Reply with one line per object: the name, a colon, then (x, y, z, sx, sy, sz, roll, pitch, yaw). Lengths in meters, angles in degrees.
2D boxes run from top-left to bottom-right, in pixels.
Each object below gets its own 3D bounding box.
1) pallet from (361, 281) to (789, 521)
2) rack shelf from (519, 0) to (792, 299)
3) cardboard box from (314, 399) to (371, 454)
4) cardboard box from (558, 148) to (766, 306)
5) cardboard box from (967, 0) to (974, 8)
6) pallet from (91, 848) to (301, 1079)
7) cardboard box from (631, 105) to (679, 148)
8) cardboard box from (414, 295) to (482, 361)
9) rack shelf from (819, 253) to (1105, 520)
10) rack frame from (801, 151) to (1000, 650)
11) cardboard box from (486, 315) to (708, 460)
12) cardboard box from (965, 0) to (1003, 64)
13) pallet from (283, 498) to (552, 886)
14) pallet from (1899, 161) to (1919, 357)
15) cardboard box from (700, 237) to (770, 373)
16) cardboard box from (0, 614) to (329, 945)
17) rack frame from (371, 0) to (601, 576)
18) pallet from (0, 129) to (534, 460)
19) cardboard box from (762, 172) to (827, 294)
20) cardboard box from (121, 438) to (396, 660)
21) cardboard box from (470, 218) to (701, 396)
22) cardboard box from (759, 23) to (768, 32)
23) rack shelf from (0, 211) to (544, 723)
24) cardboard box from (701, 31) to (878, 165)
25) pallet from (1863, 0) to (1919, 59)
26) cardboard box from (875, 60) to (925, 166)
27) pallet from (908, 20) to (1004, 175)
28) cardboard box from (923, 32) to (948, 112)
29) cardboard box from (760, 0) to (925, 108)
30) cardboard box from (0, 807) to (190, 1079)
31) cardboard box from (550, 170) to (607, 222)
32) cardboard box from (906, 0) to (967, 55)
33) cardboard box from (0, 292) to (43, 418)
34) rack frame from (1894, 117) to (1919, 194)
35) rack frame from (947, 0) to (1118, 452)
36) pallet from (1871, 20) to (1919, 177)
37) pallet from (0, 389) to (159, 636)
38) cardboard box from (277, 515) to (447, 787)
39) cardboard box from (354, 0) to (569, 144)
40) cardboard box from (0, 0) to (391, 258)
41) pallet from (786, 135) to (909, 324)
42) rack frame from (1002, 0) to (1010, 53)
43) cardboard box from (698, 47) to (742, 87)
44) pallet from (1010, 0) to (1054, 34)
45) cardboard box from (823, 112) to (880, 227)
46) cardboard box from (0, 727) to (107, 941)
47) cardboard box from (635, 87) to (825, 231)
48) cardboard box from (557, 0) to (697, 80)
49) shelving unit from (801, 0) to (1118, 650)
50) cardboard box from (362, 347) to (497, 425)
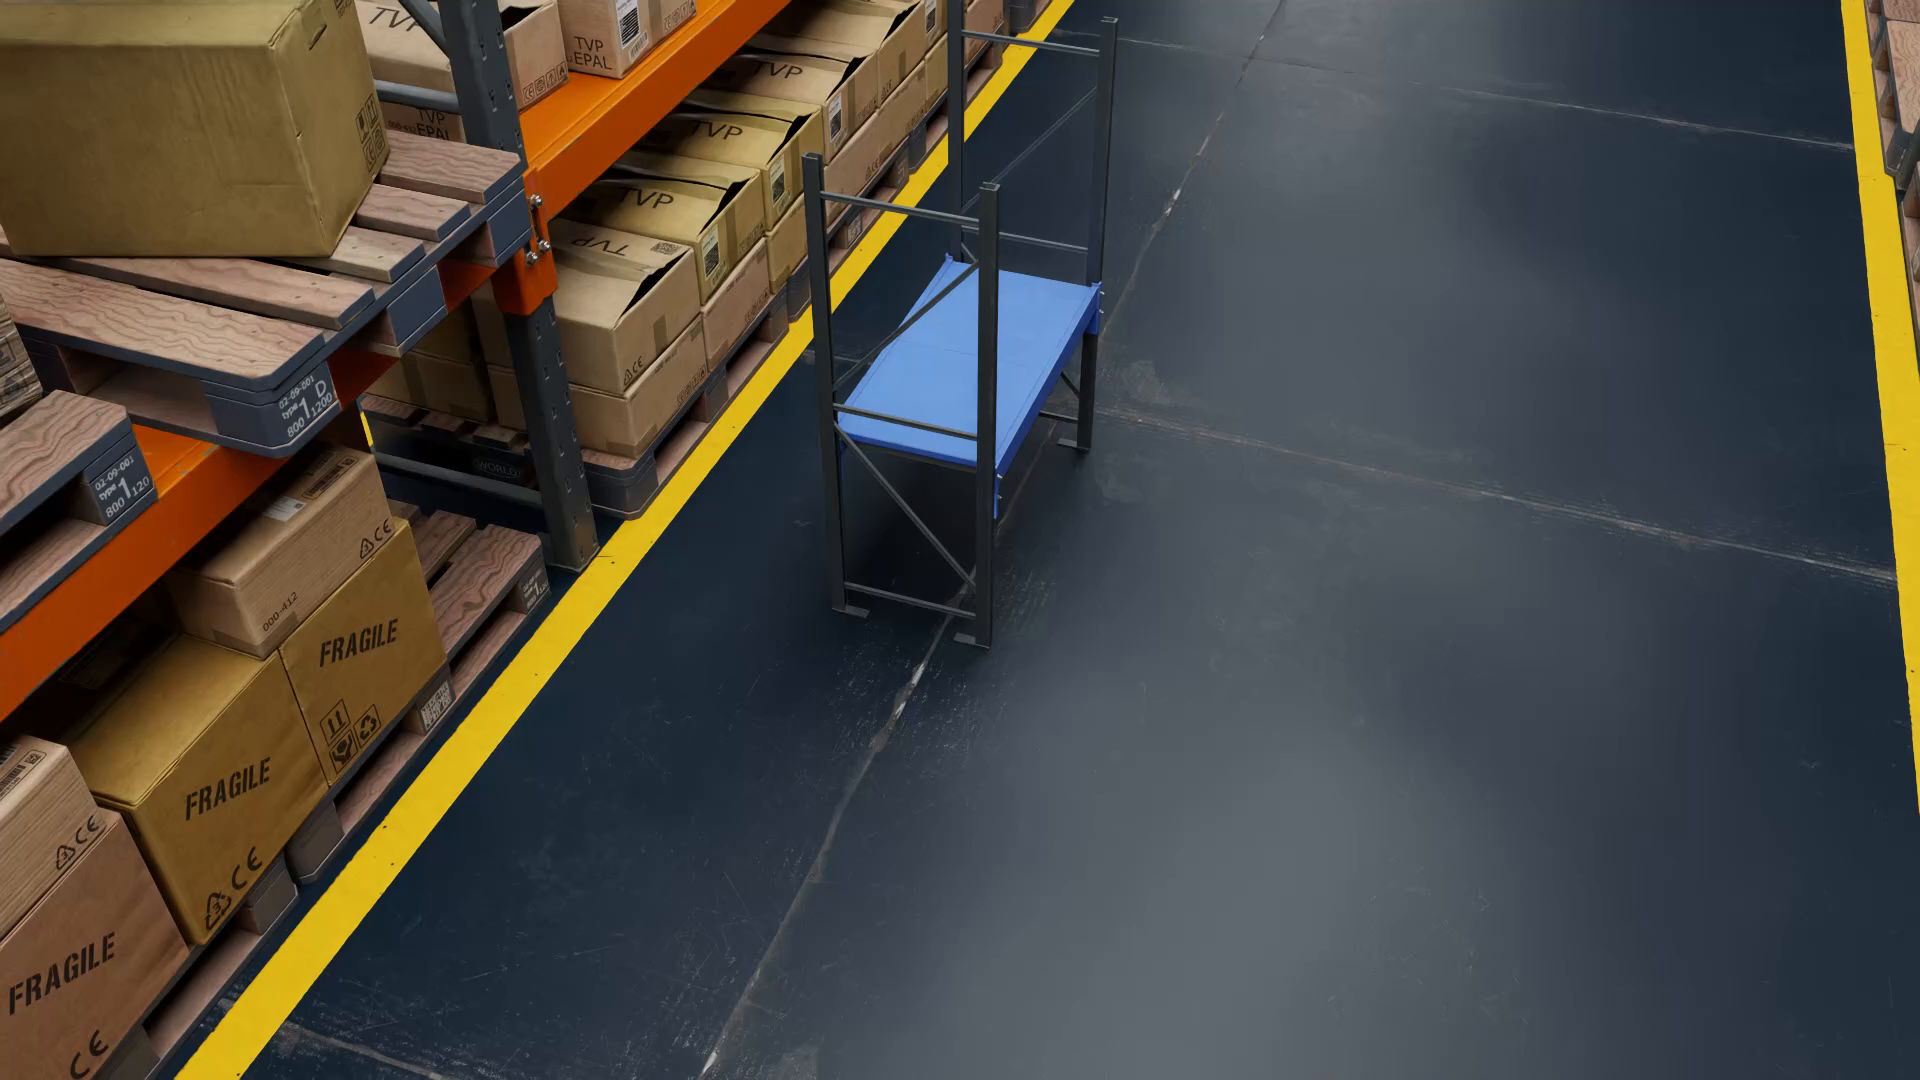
pallet: (-1.299, -0.613, 5.806, 1.003, 0.211, 1.213, 13, 42, 15)
rack shelf: (-0.933, -2.127, 5.986, 1.077, 0.370, 4.000, 13, 42, 15)
cardboard box: (-2.041, -0.183, 4.740, 0.500, 0.500, 0.500, 15, 43, 17)
cardboard box: (-0.990, -1.084, 5.573, 0.500, 0.311, 0.500, 12, 42, 14)
cardboard box: (-0.118, -2.637, 7.393, 0.500, 0.311, 0.500, 13, 42, 15)
pallet: (-2.327, 1.069, 3.835, 1.003, 0.211, 1.213, 13, 42, 15)
cardboard box: (-1.322, -1.508, 6.069, 0.500, 0.311, 0.500, 13, 42, 15)
cardboard box: (-1.669, -0.882, 5.336, 0.500, 0.311, 0.500, 14, 43, 16)
rack shelf: (0.029, -0.486, 4.941, 0.538, 0.185, 1.000, 13, 42, 15)
rack frame: (-0.145, -0.313, 4.461, 0.500, 1.500, 0.032, 13, 42, 15)
cardboard box: (-1.162, -0.549, 5.377, 0.500, 0.250, 0.500, 13, 42, 15)
cardboard box: (-0.119, -2.417, 7.567, 0.500, 0.250, 0.500, 13, 42, 15)
pallet: (-1.908, 0.327, 4.704, 1.003, 0.211, 1.213, 13, 42, 15)
pallet: (4.142, -0.987, 6.245, 1.003, 0.211, 1.213, 13, 42, 15)
cardboard box: (-0.991, -0.856, 5.737, 0.500, 0.250, 0.500, 12, 42, 14)
cardboard box: (-1.894, 0.541, 3.892, 0.500, 0.500, 0.500, 12, 42, 14)
rack frame: (-1.617, -1.181, 4.323, 1.000, 3.000, 0.127, 13, 42, 15)
pallet: (-1.783, -0.679, 3.882, 1.213, 0.211, 1.003, 13, 42, 15)
cardboard box: (-0.819, -1.174, 6.110, 0.500, 0.250, 0.500, 12, 42, 14)
cardboard box: (-1.732, -0.025, 3.977, 0.500, 0.250, 0.500, 15, 43, 17)
cardboard box: (-1.162, -0.762, 5.195, 0.500, 0.311, 0.500, 15, 43, 17)
cardboard box: (-0.977, -2.131, 6.799, 0.500, 0.311, 0.500, 12, 42, 14)
rack shelf: (-2.301, 0.313, 3.127, 1.077, 0.370, 4.000, 13, 42, 15)
cardboard box: (-0.638, -1.709, 6.305, 0.500, 0.311, 0.500, 13, 42, 15)
pallet: (5.019, -2.627, 8.166, 1.003, 0.211, 1.213, 13, 42, 15)
cardboard box: (-0.468, -1.797, 6.840, 0.500, 0.250, 0.500, 14, 42, 16)
pallet: (-0.464, -2.102, 7.551, 1.003, 0.211, 1.213, 13, 42, 15)
cardboard box: (-0.293, -2.109, 7.206, 0.500, 0.250, 0.500, 13, 42, 14)
cardboard box: (-0.463, -2.014, 6.663, 0.500, 0.311, 0.500, 13, 42, 15)
cardboard box: (-2.067, 0.862, 3.515, 0.500, 0.500, 0.500, 12, 42, 13)
cardboard box: (-1.498, -1.200, 5.709, 0.500, 0.311, 0.500, 13, 42, 14)
cardboard box: (-0.290, -2.318, 7.019, 0.500, 0.311, 0.500, 14, 43, 16)
cardboard box: (-2.219, -0.454, 3.071, 0.700, 0.500, 0.500, 21, 45, 23)
rack frame: (4.407, -2.523, 5.897, 1.000, 3.000, 0.127, 13, 42, 15)
rack frame: (0.203, -0.933, 5.188, 0.500, 1.500, 0.032, 13, 42, 15)
pallet: (4.604, -1.880, 7.291, 1.003, 0.211, 1.213, 13, 42, 15)
pallet: (-2.278, 0.079, 2.994, 1.003, 0.211, 1.213, 13, 42, 15)
cardboard box: (-1.716, 0.225, 4.262, 0.500, 0.500, 0.500, 15, 43, 17)
cardboard box: (-1.452, -1.359, 4.601, 0.500, 0.311, 0.500, 16, 43, 18)
cardboard box: (-1.726, -0.970, 3.675, 0.700, 0.500, 0.500, 0, 40, 0)
pallet: (-0.880, -1.355, 6.676, 1.003, 0.211, 1.213, 13, 42, 15)
rack frame: (-0.249, -3.621, 7.183, 1.000, 3.000, 0.127, 13, 42, 15)
cardboard box: (-1.149, -1.813, 6.427, 0.500, 0.311, 0.500, 14, 43, 16)
pallet: (0.062, -3.036, 8.645, 1.003, 0.211, 1.213, 13, 42, 15)
cardboard box: (-0.643, -1.487, 6.476, 0.500, 0.250, 0.500, 14, 42, 16)
cardboard box: (-2.077, 0.600, 3.245, 0.500, 0.250, 0.500, 13, 42, 14)
cardboard box: (-0.814, -1.395, 5.937, 0.500, 0.311, 0.500, 12, 42, 14)
cardboard box: (-1.129, -1.649, 4.941, 0.500, 0.311, 0.500, 13, 42, 15)
shelving unit: (0.029, -0.623, 4.824, 0.538, 1.500, 1.048, 13, 42, 15)
cardboard box: (-1.666, -0.670, 5.519, 0.500, 0.250, 0.500, 14, 42, 16)
